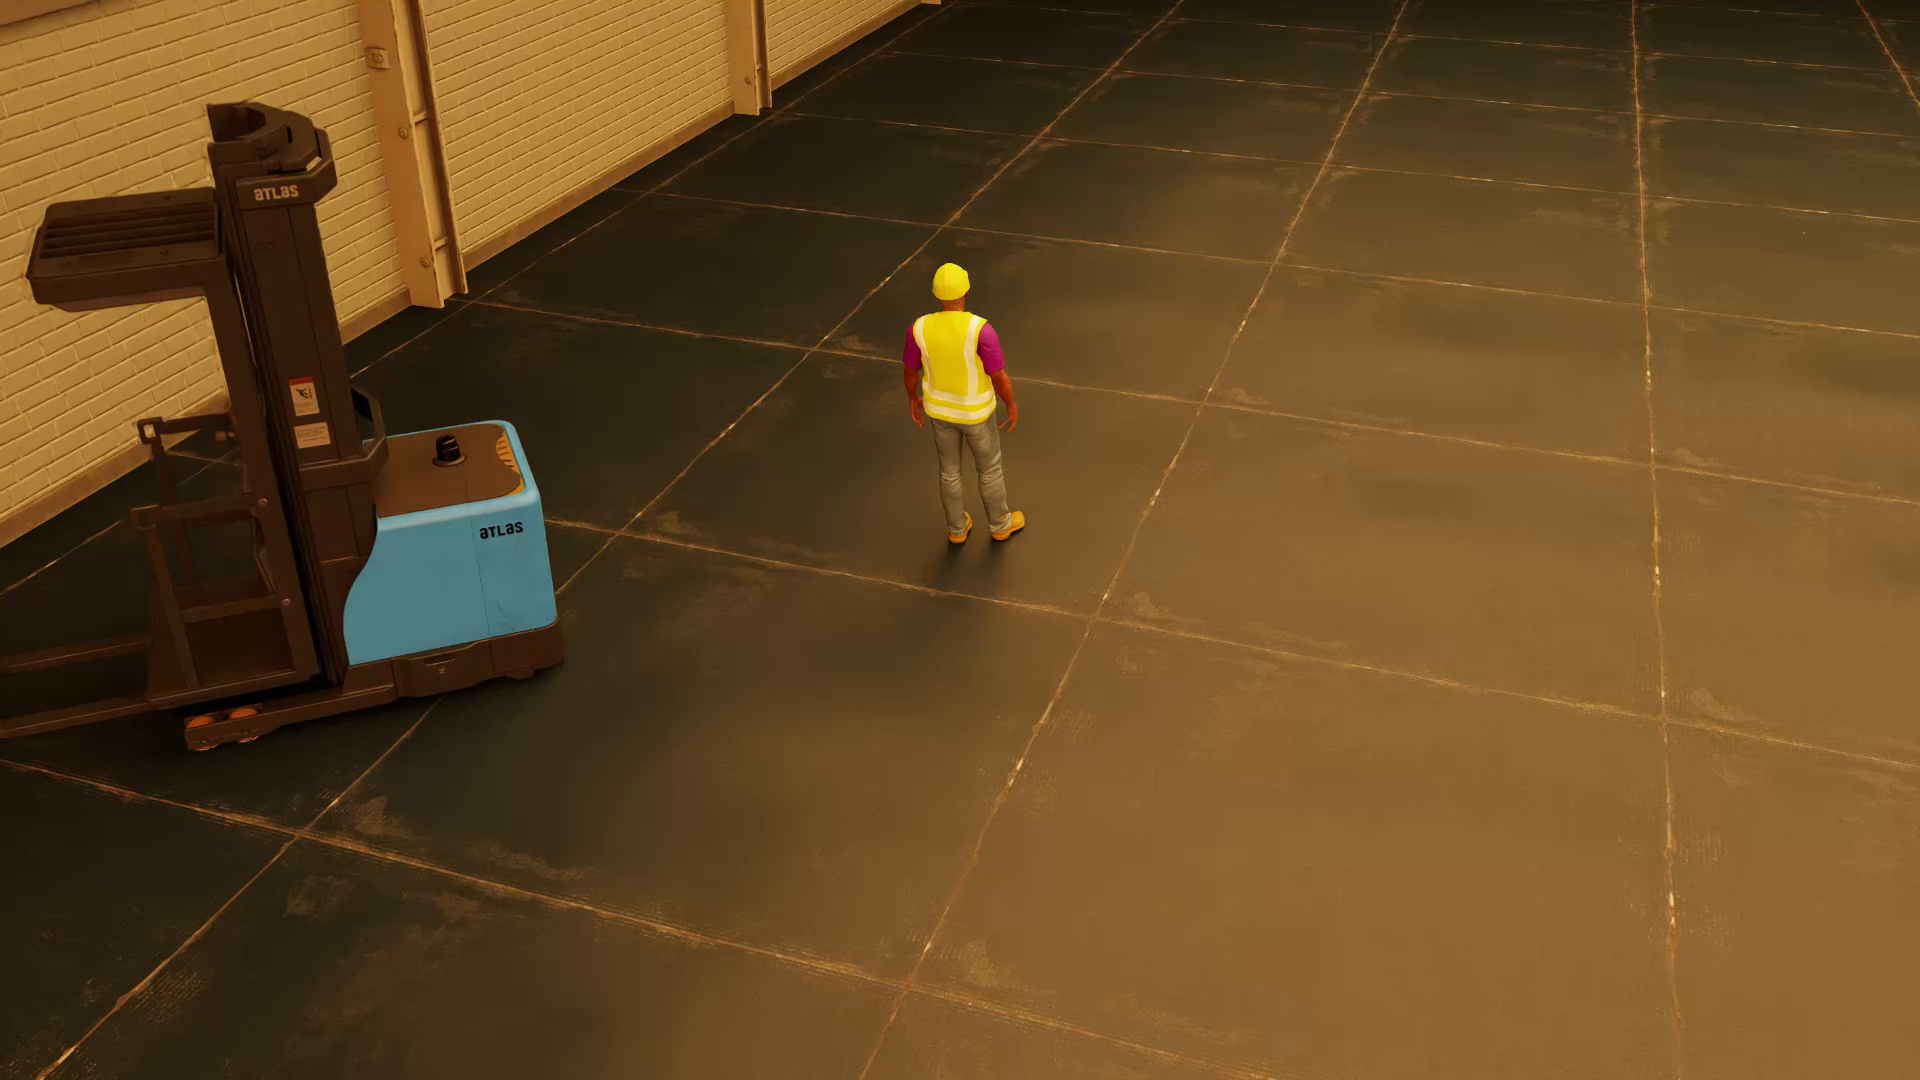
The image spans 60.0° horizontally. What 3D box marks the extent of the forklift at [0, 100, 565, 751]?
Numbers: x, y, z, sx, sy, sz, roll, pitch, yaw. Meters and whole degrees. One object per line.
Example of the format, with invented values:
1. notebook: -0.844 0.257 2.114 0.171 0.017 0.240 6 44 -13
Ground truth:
1. forklift: -3.676 -0.524 8.056 3.031 2.935 1.130 -11 32 -19

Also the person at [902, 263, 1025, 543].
1. person: 0.028 -0.805 9.710 0.666 1.765 0.577 10 31 16
